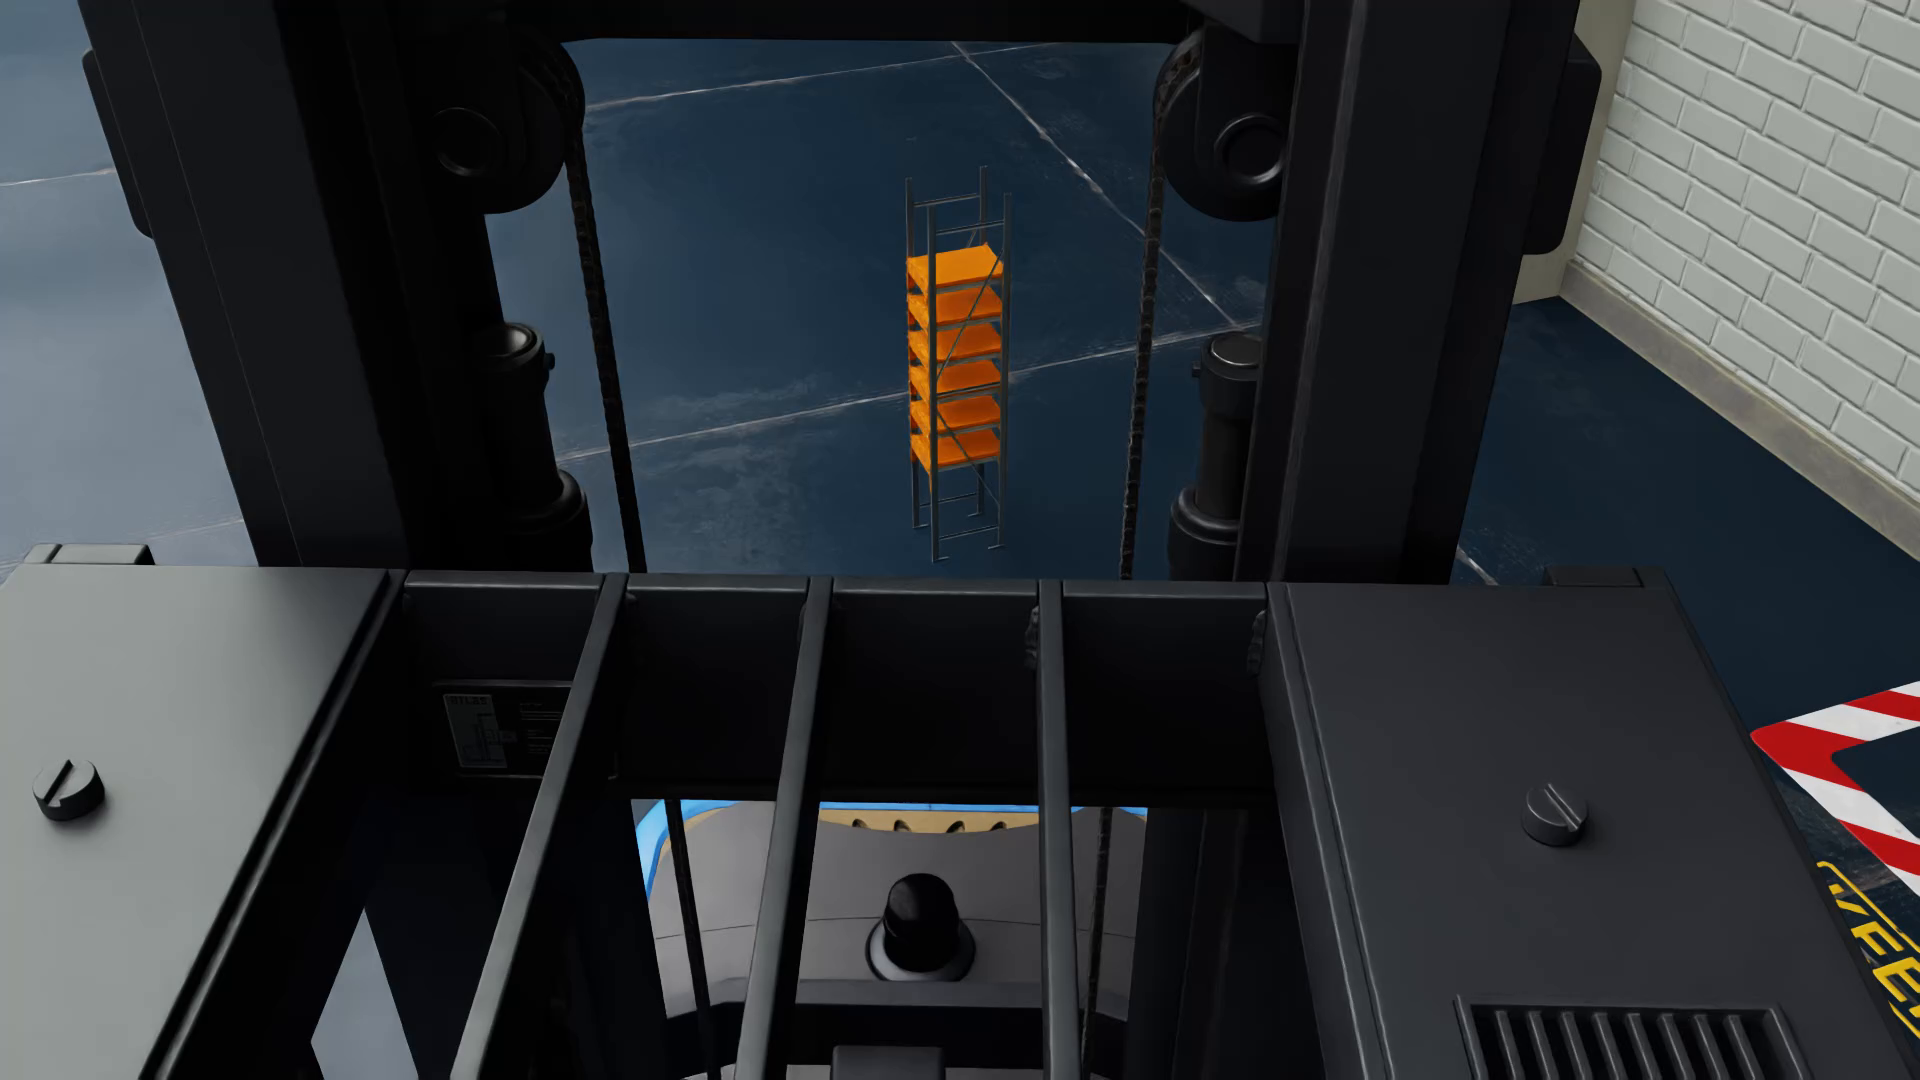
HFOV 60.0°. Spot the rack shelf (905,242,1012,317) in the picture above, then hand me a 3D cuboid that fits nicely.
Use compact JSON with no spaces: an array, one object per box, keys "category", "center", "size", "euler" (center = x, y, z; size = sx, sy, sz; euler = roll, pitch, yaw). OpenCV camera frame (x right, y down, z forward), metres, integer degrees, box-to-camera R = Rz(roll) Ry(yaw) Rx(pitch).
[{"category":"rack shelf","center":[-0.005,-0.739,4.710],"size":[0.258,0.103,0.180],"euler":[-12,39,-16]}]

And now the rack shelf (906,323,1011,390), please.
[{"category":"rack shelf","center":[-0.005,-0.548,4.854],"size":[0.258,0.103,0.180],"euler":[-12,39,-16]}]

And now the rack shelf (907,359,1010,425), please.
[{"category":"rack shelf","center":[-0.005,-0.452,4.927],"size":[0.258,0.103,0.180],"euler":[-12,39,-16]}]

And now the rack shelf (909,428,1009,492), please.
[{"category":"rack shelf","center":[-0.005,-0.260,5.071],"size":[0.258,0.103,0.180],"euler":[-12,39,-16]}]

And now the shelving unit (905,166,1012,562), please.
[{"category":"shelving unit","center":[-0.005,-0.487,4.900],"size":[0.258,1.200,0.189],"euler":[-12,39,-16]}]

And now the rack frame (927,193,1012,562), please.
[{"category":"rack frame","center":[0.026,-0.436,4.831],"size":[0.240,1.200,0.006],"euler":[-12,39,-16]}]

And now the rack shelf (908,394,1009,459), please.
[{"category":"rack shelf","center":[-0.005,-0.356,4.999],"size":[0.258,0.103,0.180],"euler":[-12,39,-16]}]

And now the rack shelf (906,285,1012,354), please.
[{"category":"rack shelf","center":[-0.005,-0.644,4.782],"size":[0.258,0.103,0.180],"euler":[-12,39,-16]}]

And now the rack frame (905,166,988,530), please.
[{"category":"rack frame","center":[-0.036,-0.539,4.968],"size":[0.240,1.200,0.006],"euler":[-12,39,-16]}]

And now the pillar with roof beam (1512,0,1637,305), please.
[{"category":"pillar with roof beam","center":[-1.871,-3.751,2.751],"size":[9.100,9.000,0.400],"euler":[-12,39,-16]}]
